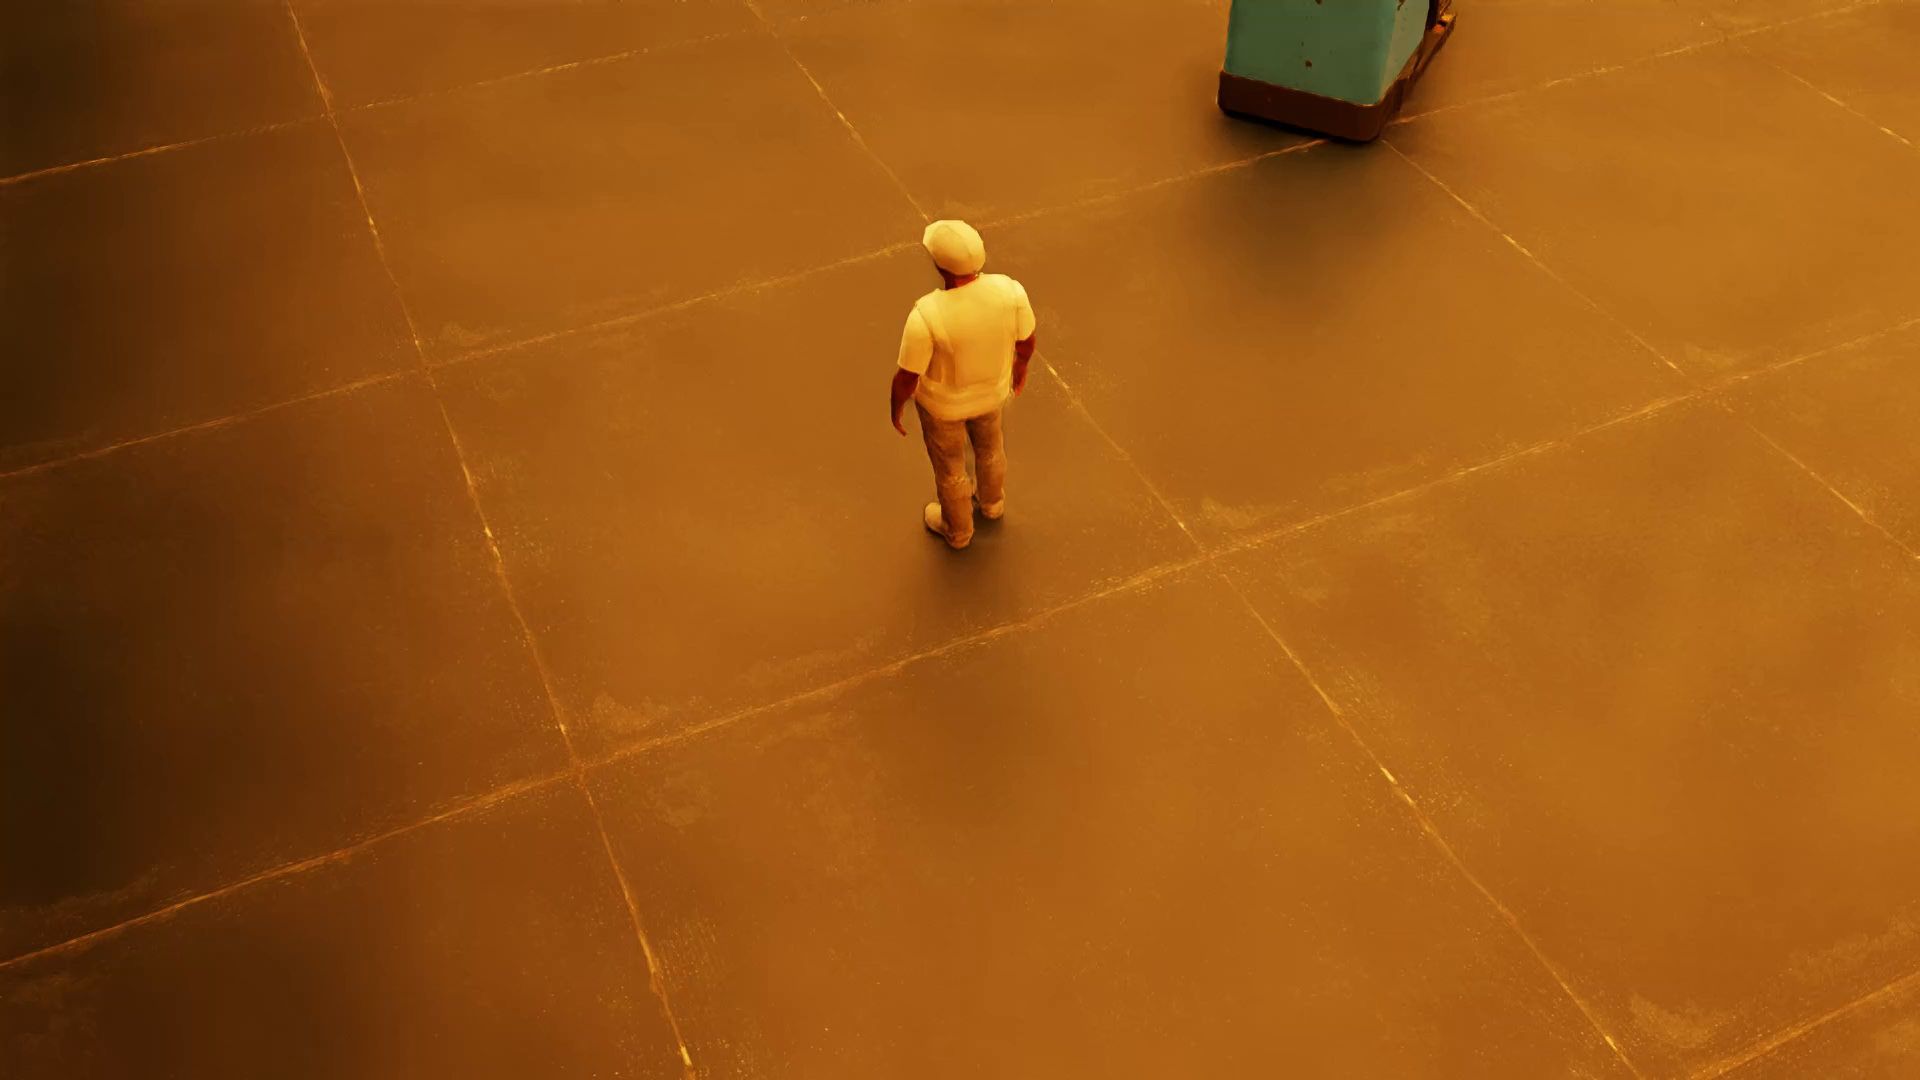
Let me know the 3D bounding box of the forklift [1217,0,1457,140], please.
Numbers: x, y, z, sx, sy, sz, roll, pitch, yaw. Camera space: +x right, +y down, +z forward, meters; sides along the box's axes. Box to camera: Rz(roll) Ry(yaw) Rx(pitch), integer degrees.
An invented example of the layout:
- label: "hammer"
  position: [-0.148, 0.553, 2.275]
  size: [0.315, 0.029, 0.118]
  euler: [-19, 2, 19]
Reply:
- label: "forklift"
  position: [2.792, -4.575, 10.582]
  size: [1.130, 2.935, 3.031]
  euler: [20, 46, 20]

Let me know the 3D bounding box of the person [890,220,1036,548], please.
- label: "person"
  position: [-0.024, -0.693, 7.271]
  size: [0.665, 1.760, 0.576]
  euler: [-18, 46, -18]
